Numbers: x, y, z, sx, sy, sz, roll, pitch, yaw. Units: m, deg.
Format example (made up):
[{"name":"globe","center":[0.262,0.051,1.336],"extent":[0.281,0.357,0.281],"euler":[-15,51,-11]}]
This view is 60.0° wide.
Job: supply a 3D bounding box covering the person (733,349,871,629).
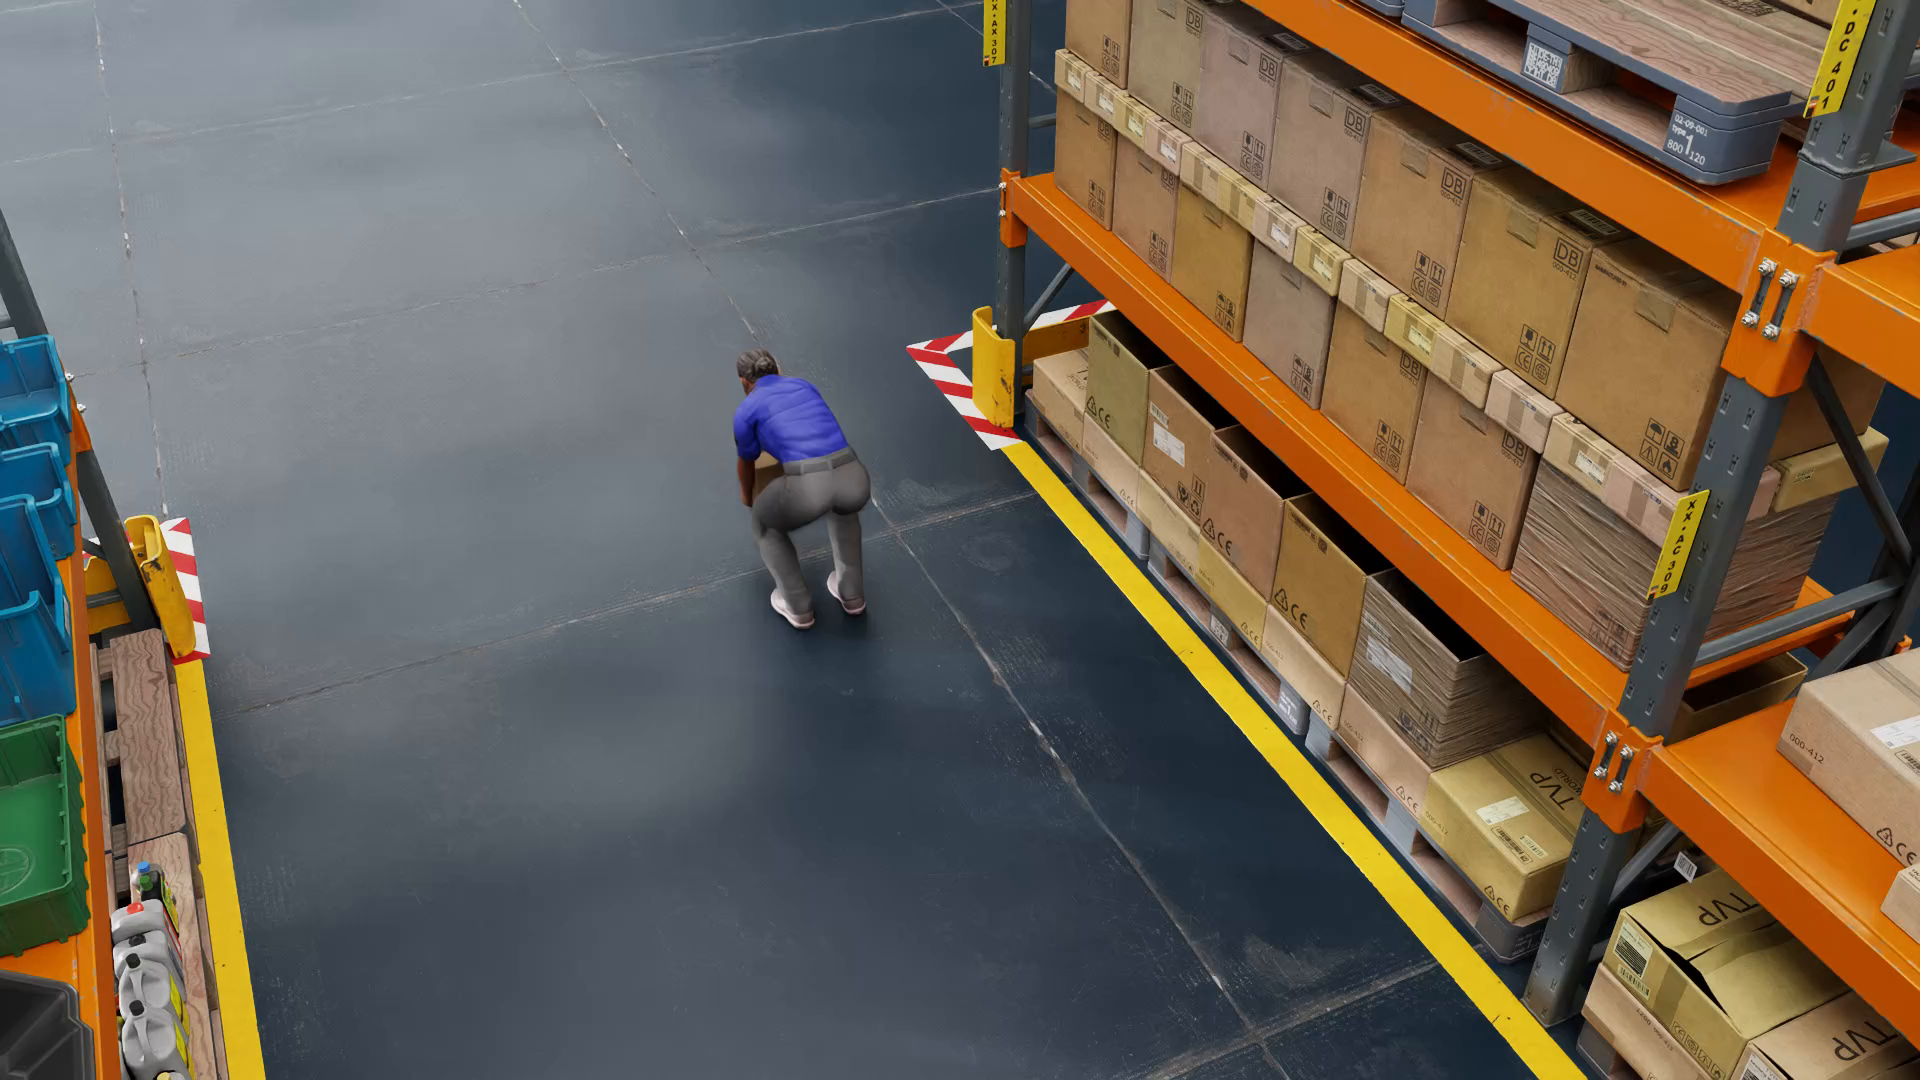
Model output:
[{"name":"person","center":[-0.680,-0.211,6.964],"extent":[0.461,1.012,0.861],"euler":[-18,41,-22]}]
